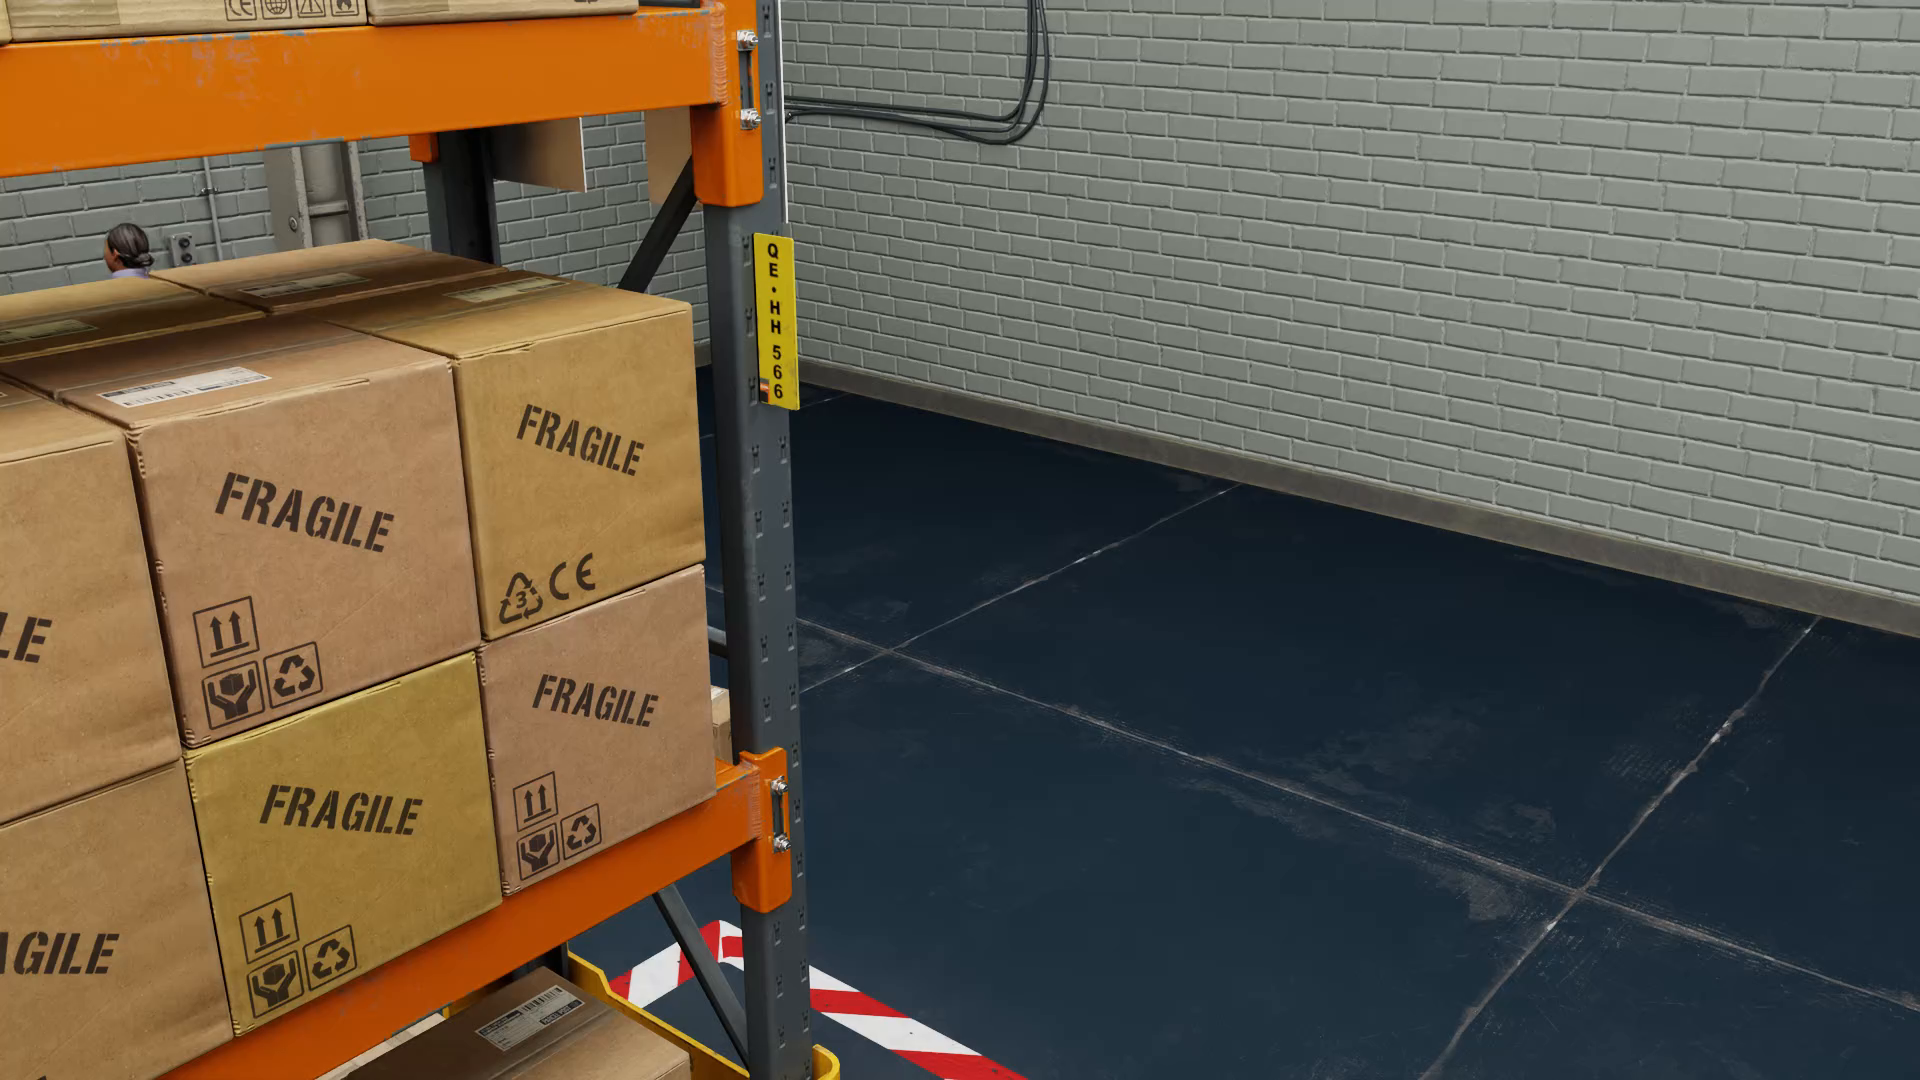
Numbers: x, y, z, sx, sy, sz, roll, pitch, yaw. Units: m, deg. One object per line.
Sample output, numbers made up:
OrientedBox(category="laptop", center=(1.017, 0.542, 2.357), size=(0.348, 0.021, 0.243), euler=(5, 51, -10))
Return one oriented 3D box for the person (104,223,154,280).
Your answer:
OrientedBox(category="person", center=(-3.871, -0.662, 7.873), size=(0.430, 1.656, 0.475), euler=(12, 24, 30))
